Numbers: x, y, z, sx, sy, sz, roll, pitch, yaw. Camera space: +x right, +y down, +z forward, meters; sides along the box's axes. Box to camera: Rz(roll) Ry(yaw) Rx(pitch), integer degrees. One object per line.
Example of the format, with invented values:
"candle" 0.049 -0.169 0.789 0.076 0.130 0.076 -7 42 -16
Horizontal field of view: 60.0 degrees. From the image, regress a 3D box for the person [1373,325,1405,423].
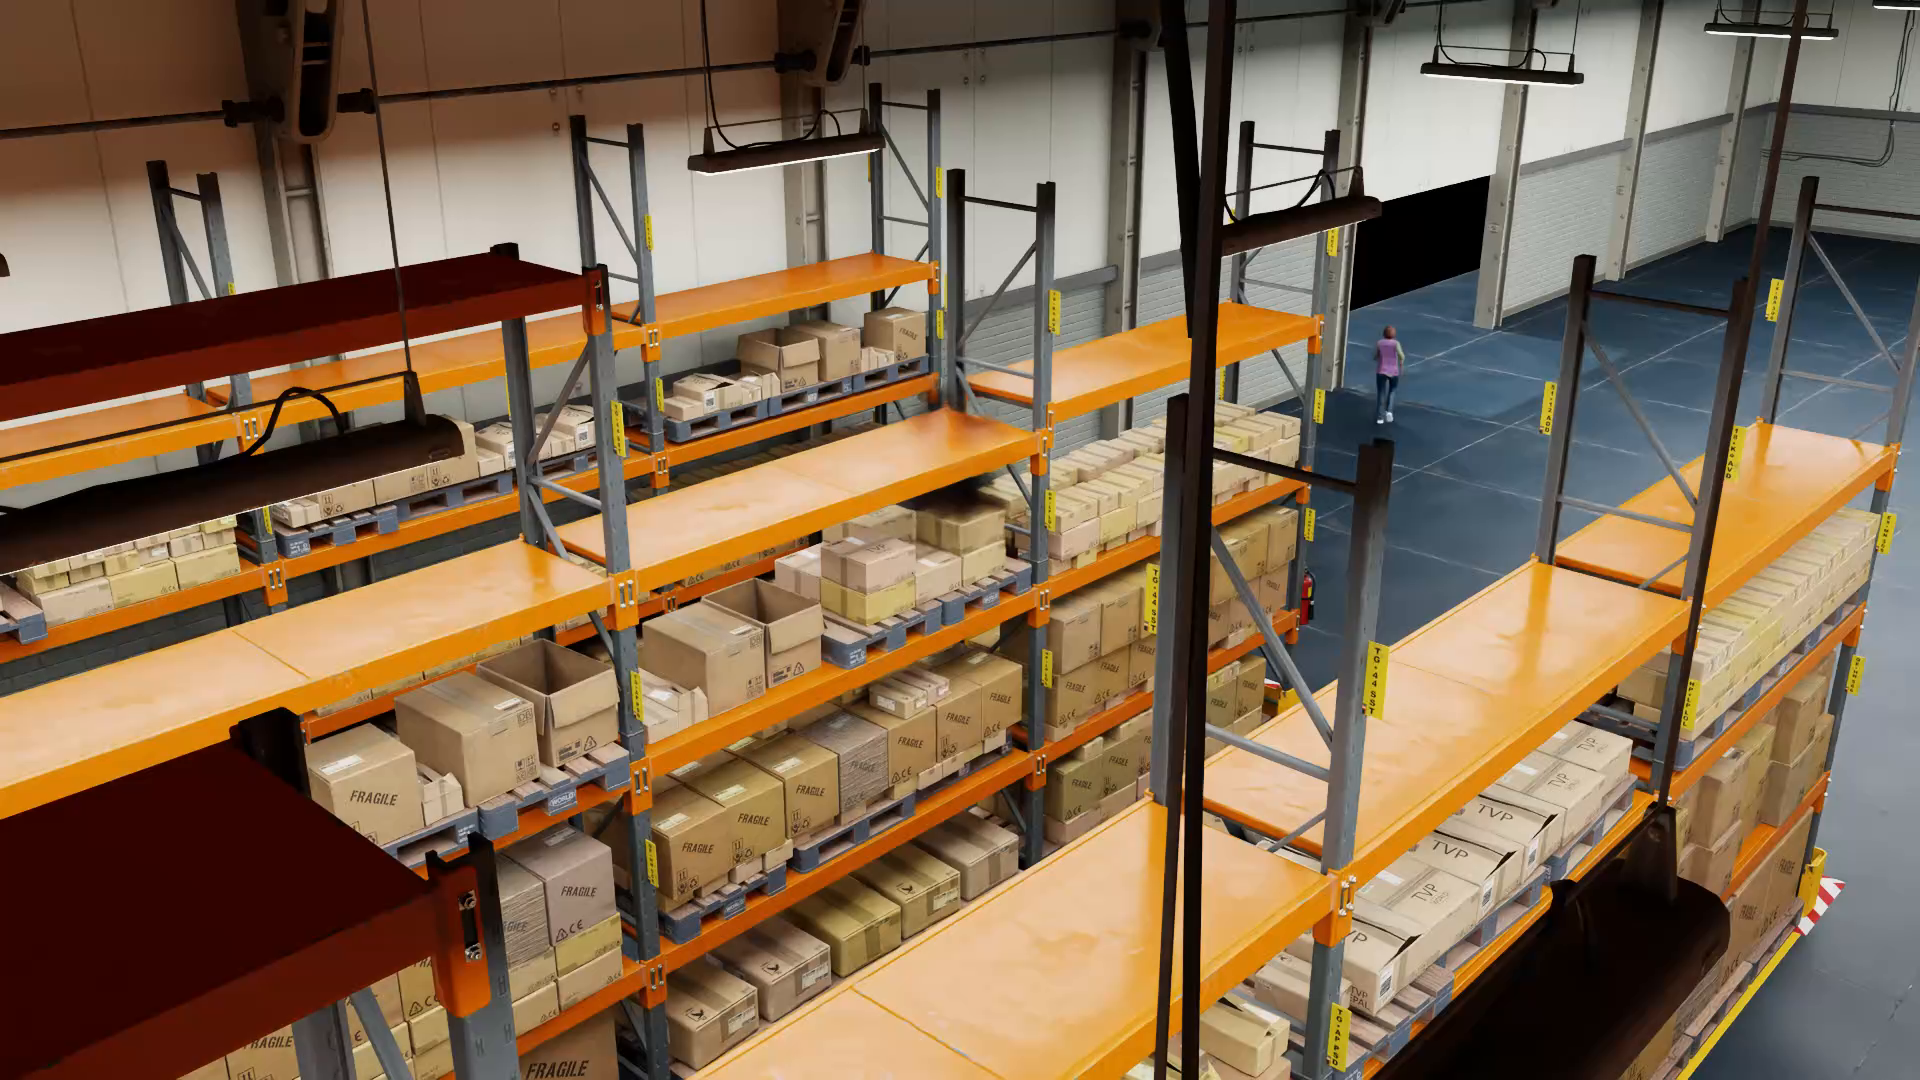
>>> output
"person" 6.839 -2.637 26.601 0.515 1.621 0.663 8 22 19
